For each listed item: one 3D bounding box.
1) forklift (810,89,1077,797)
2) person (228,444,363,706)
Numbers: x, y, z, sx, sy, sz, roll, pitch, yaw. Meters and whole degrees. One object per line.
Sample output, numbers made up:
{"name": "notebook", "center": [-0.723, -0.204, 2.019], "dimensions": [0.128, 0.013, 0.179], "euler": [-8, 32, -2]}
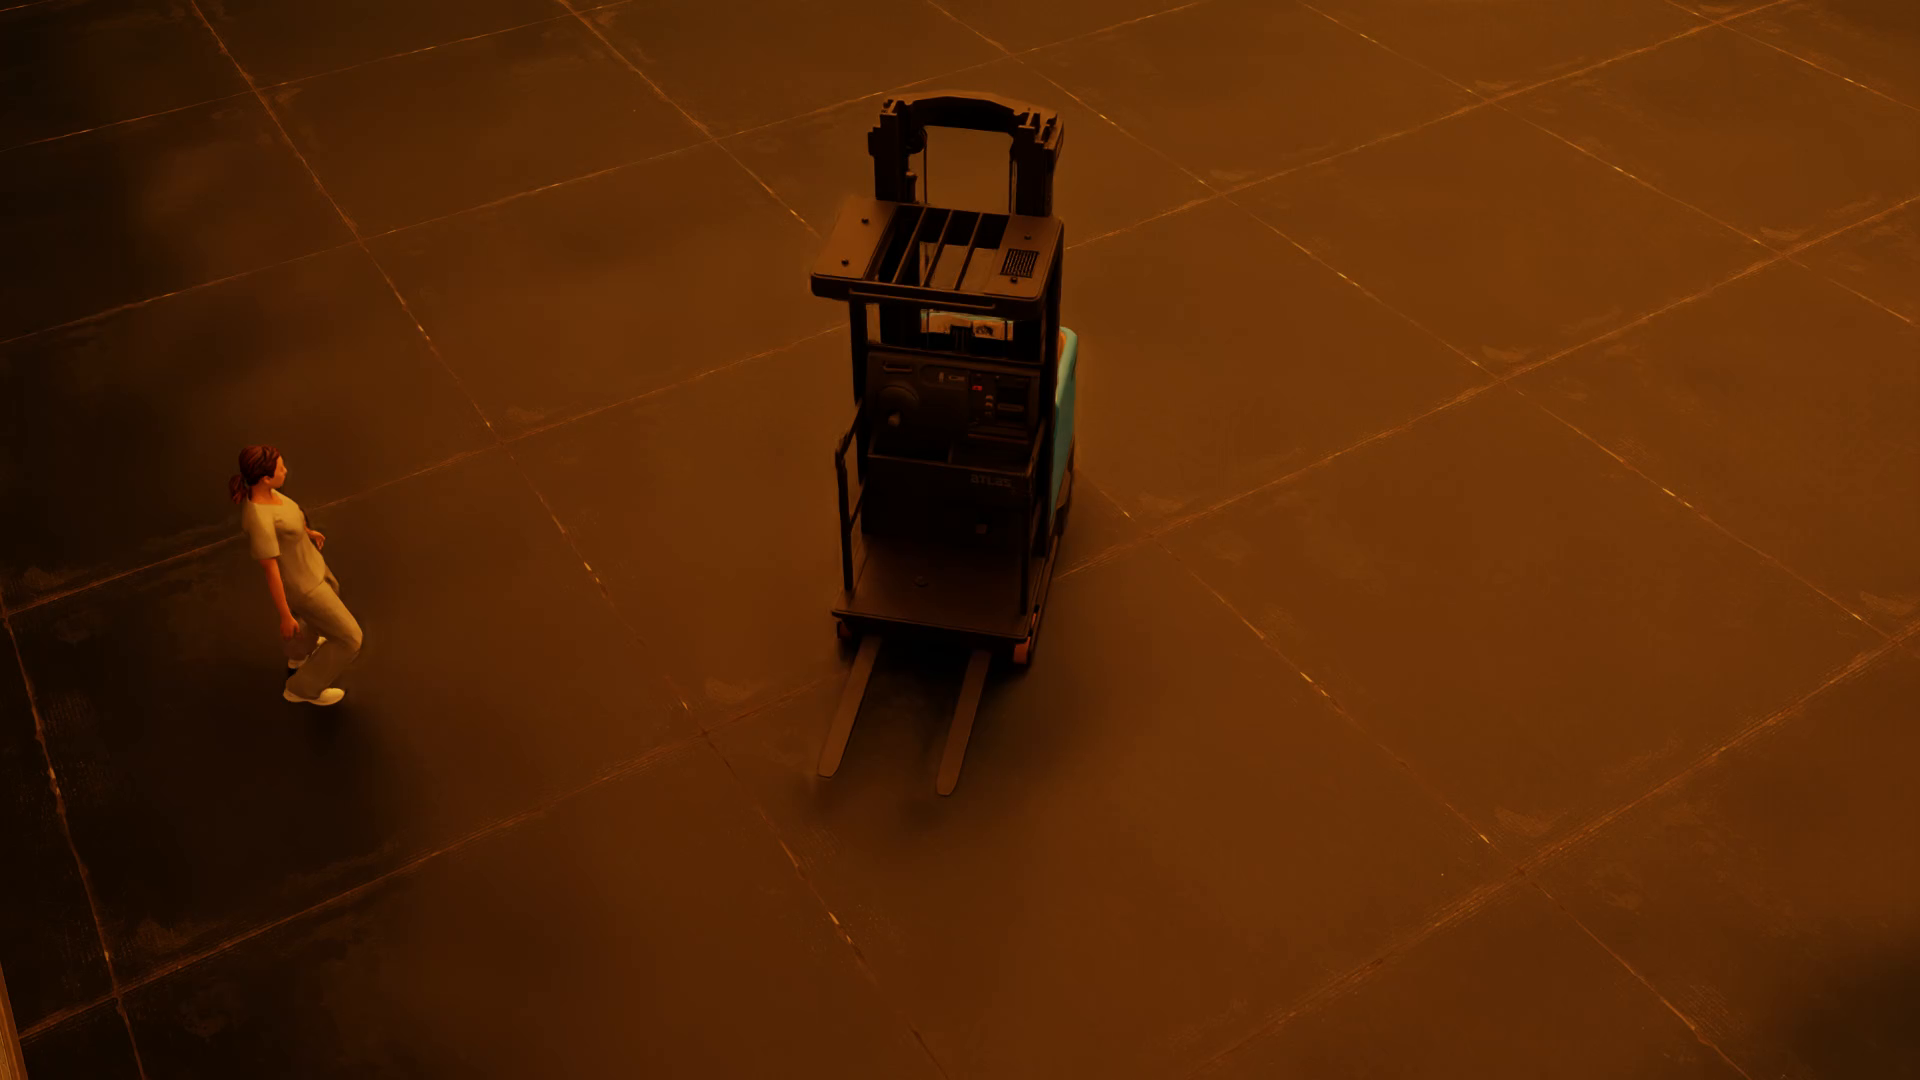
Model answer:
{"name": "forklift", "center": [-0.082, -0.677, 8.646], "dimensions": [1.130, 2.935, 3.031], "euler": [8, 42, 9]}
{"name": "person", "center": [-3.461, 0.186, 8.693], "dimensions": [0.502, 1.585, 0.798], "euler": [-11, 42, -12]}
